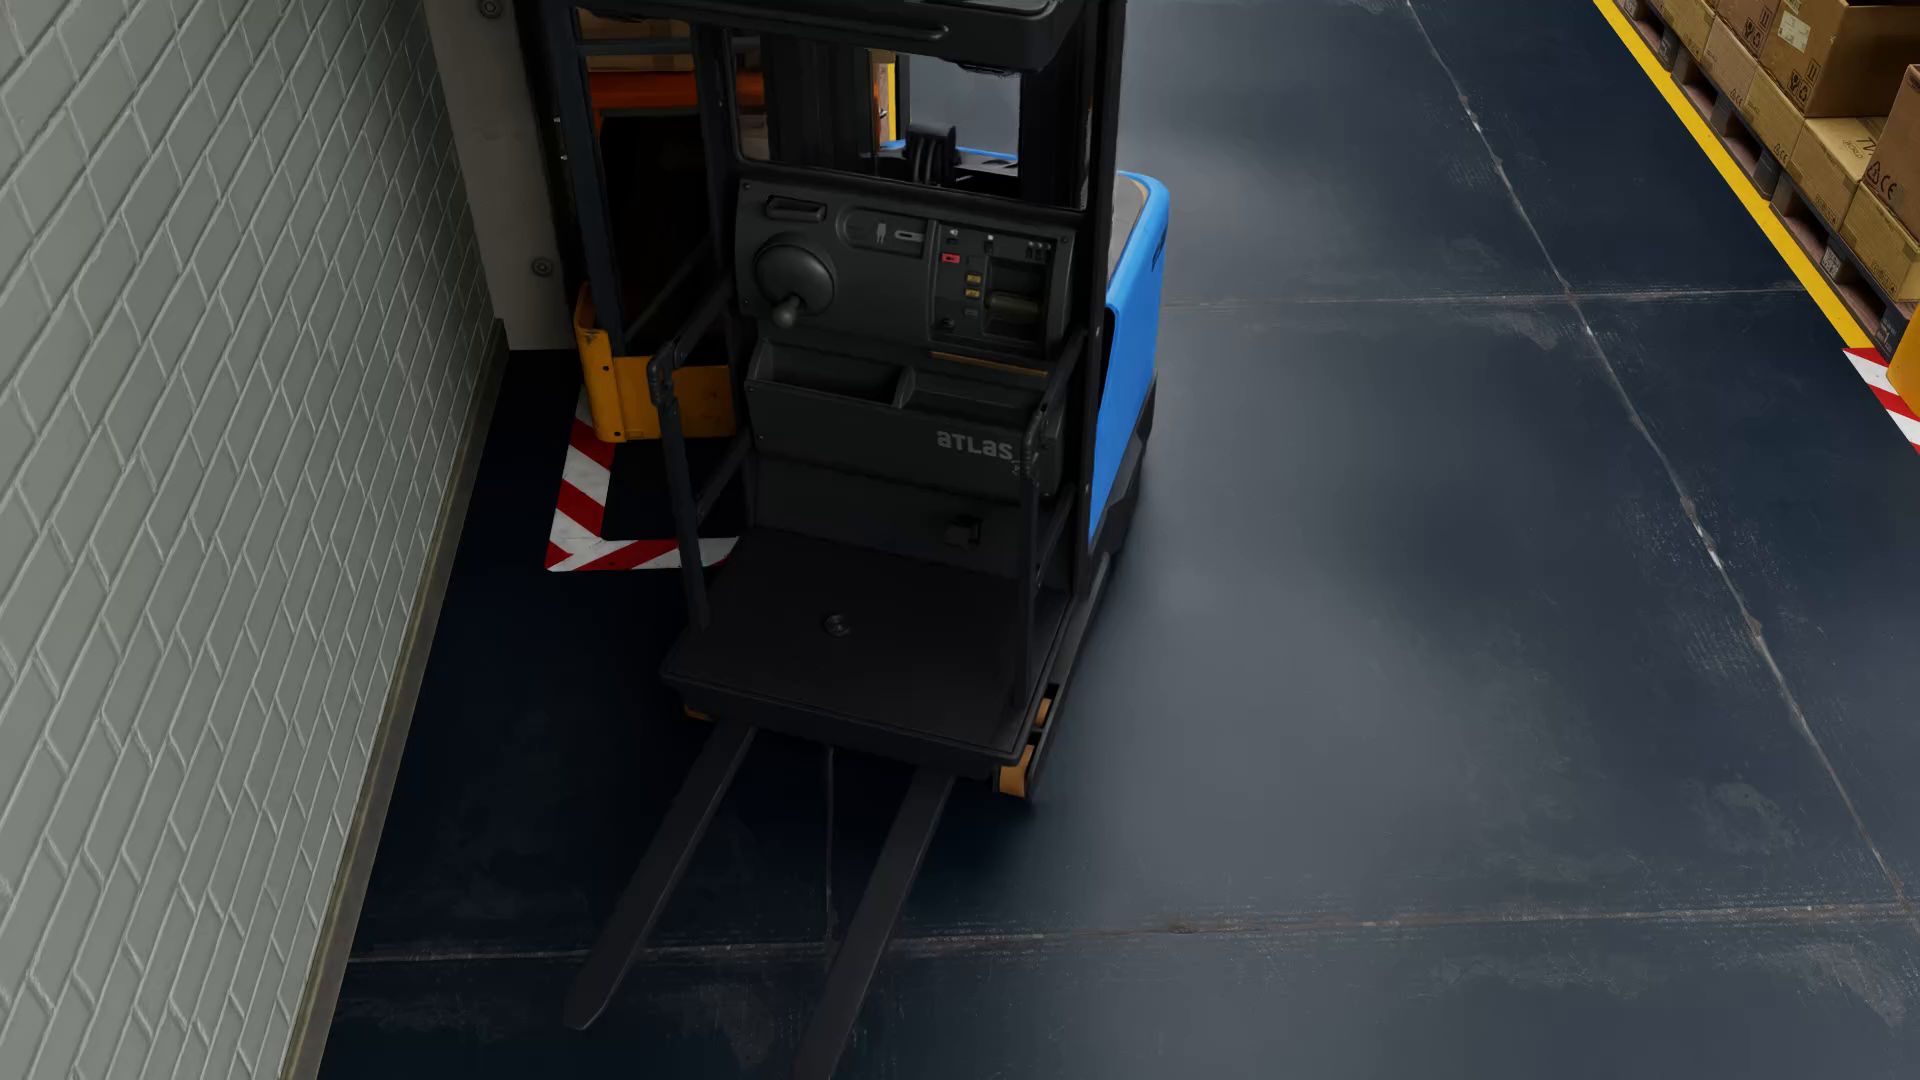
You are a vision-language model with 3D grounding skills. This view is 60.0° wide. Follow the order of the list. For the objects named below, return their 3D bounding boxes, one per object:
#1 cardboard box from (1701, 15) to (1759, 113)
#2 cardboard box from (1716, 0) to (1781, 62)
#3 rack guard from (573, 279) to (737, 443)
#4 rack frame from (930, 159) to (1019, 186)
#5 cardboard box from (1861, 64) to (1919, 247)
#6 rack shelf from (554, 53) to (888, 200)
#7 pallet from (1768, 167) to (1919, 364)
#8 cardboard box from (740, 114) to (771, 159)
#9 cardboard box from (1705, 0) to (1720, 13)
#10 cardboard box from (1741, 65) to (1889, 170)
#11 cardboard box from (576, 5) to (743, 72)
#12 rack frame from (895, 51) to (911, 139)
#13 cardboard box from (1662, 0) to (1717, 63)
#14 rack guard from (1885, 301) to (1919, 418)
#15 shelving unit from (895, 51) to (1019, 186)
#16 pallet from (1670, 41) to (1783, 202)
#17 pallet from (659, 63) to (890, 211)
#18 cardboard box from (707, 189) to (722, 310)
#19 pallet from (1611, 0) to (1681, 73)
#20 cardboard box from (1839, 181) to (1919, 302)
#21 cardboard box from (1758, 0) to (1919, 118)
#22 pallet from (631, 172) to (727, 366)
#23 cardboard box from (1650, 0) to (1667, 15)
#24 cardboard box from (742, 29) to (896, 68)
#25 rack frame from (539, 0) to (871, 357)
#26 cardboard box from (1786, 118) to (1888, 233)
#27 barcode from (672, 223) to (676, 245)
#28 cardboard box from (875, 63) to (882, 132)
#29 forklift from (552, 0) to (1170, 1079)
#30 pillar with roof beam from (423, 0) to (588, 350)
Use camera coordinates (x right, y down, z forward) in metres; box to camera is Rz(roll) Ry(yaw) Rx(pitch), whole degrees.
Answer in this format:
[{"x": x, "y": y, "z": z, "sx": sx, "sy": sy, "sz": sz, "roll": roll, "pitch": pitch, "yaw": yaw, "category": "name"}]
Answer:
[{"x": 3.779, "y": -2.197, "z": 7.652, "sx": 0.500, "sy": 0.250, "sz": 0.500, "roll": -2, "pitch": 43, "yaw": -2, "category": "cardboard box"}, {"x": 3.776, "y": -2.474, "z": 7.398, "sx": 0.500, "sy": 0.500, "sz": 0.500, "roll": -2, "pitch": 43, "yaw": -2, "category": "cardboard box"}, {"x": -0.780, "y": -0.676, "z": 6.117, "sx": 1.175, "sy": 0.500, "sz": 0.348, "roll": -2, "pitch": 43, "yaw": -2, "category": "rack guard"}, {"x": 0.118, "y": -0.631, "z": 5.357, "sx": 0.500, "sy": 1.500, "sz": 0.032, "roll": -22, "pitch": 48, "yaw": -22, "category": "rack frame"}, {"x": 3.853, "y": -1.462, "z": 6.294, "sx": 0.500, "sy": 0.500, "sz": 0.500, "roll": -2, "pitch": 43, "yaw": -2, "category": "cardboard box"}, {"x": -0.861, "y": -2.631, "z": 6.933, "sx": 1.077, "sy": 0.370, "sz": 4.000, "roll": -2, "pitch": 43, "yaw": -2, "category": "rack shelf"}, {"x": 4.098, "y": -1.178, "z": 6.878, "sx": 1.003, "sy": 0.211, "sz": 1.213, "roll": -2, "pitch": 43, "yaw": -2, "category": "pallet"}, {"x": -0.740, "y": -1.571, "z": 6.909, "sx": 0.500, "sy": 0.311, "sz": 0.500, "roll": 2, "pitch": 43, "yaw": 2, "category": "cardboard box"}, {"x": 3.752, "y": -2.811, "z": 7.766, "sx": 0.500, "sy": 0.500, "sz": 0.500, "roll": -2, "pitch": 43, "yaw": -2, "category": "cardboard box"}, {"x": 3.798, "y": -1.860, "z": 7.283, "sx": 0.500, "sy": 0.250, "sz": 0.500, "roll": -2, "pitch": 43, "yaw": -2, "category": "cardboard box"}, {"x": -0.990, "y": -1.808, "z": 5.599, "sx": 0.500, "sy": 0.250, "sz": 0.500, "roll": -1, "pitch": 43, "yaw": -1, "category": "cardboard box"}, {"x": -0.401, "y": -1.238, "z": 5.986, "sx": 0.500, "sy": 1.500, "sz": 0.032, "roll": -22, "pitch": 48, "yaw": -22, "category": "rack frame"}, {"x": 3.752, "y": -2.535, "z": 8.020, "sx": 0.500, "sy": 0.250, "sz": 0.500, "roll": -2, "pitch": 43, "yaw": -2, "category": "cardboard box"}, {"x": 4.174, "y": -0.753, "z": 6.201, "sx": 1.175, "sy": 0.500, "sz": 0.348, "roll": -2, "pitch": 43, "yaw": -2, "category": "rack guard"}, {"x": -0.141, "y": -0.935, "z": 5.672, "sx": 0.538, "sy": 1.500, "sz": 1.048, "roll": -22, "pitch": 48, "yaw": -22, "category": "shelving unit"}, {"x": 4.050, "y": -1.999, "z": 7.775, "sx": 1.003, "sy": 0.211, "sz": 1.213, "roll": -2, "pitch": 43, "yaw": -2, "category": "pallet"}, {"x": -0.828, "y": -1.940, "z": 7.710, "sx": 1.003, "sy": 0.211, "sz": 1.213, "roll": -2, "pitch": 43, "yaw": -2, "category": "pallet"}, {"x": -0.716, "y": -1.186, "z": 6.489, "sx": 0.500, "sy": 0.311, "sz": 0.500, "roll": -6, "pitch": 43, "yaw": -7, "category": "cardboard box"}, {"x": 3.995, "y": -2.825, "z": 8.675, "sx": 1.003, "sy": 0.211, "sz": 1.213, "roll": -2, "pitch": 43, "yaw": -2, "category": "pallet"}, {"x": 3.855, "y": -1.185, "z": 6.547, "sx": 0.500, "sy": 0.250, "sz": 0.500, "roll": -2, "pitch": 43, "yaw": -2, "category": "cardboard box"}, {"x": 3.796, "y": -2.136, "z": 7.030, "sx": 0.500, "sy": 0.500, "sz": 0.500, "roll": -2, "pitch": 43, "yaw": -2, "category": "cardboard box"}, {"x": -0.779, "y": -1.119, "z": 6.814, "sx": 1.003, "sy": 0.211, "sz": 1.213, "roll": -2, "pitch": 43, "yaw": -2, "category": "pallet"}, {"x": 3.736, "y": -2.873, "z": 8.388, "sx": 0.500, "sy": 0.250, "sz": 0.500, "roll": -2, "pitch": 43, "yaw": -2, "category": "cardboard box"}, {"x": -0.480, "y": -1.836, "z": 5.630, "sx": 0.500, "sy": 0.250, "sz": 0.500, "roll": -3, "pitch": 43, "yaw": -3, "category": "cardboard box"}, {"x": -0.776, "y": -1.546, "z": 5.216, "sx": 1.000, "sy": 3.000, "sz": 0.127, "roll": -2, "pitch": 43, "yaw": -2, "category": "rack frame"}, {"x": 3.822, "y": -1.522, "z": 6.915, "sx": 0.500, "sy": 0.250, "sz": 0.500, "roll": -2, "pitch": 43, "yaw": -2, "category": "cardboard box"}, {"x": -1.116, "y": -1.191, "z": 6.486, "sx": 0.001, "sy": 0.075, "sz": 0.075, "roll": -2, "pitch": 43, "yaw": -2, "category": "barcode"}, {"x": -0.721, "y": -2.138, "z": 7.387, "sx": 0.700, "sy": 0.500, "sz": 0.500, "roll": -4, "pitch": 43, "yaw": -4, "category": "cardboard box"}, {"x": -0.219, "y": -0.628, "z": 4.266, "sx": 1.130, "sy": 2.935, "sz": 3.031, "roll": 12, "pitch": 44, "yaw": 13, "category": "forklift"}, {"x": 2.631, "y": -4.329, "z": 3.813, "sx": 9.100, "sy": 9.000, "sz": 0.400, "roll": -2, "pitch": 43, "yaw": -2, "category": "pillar with roof beam"}]
